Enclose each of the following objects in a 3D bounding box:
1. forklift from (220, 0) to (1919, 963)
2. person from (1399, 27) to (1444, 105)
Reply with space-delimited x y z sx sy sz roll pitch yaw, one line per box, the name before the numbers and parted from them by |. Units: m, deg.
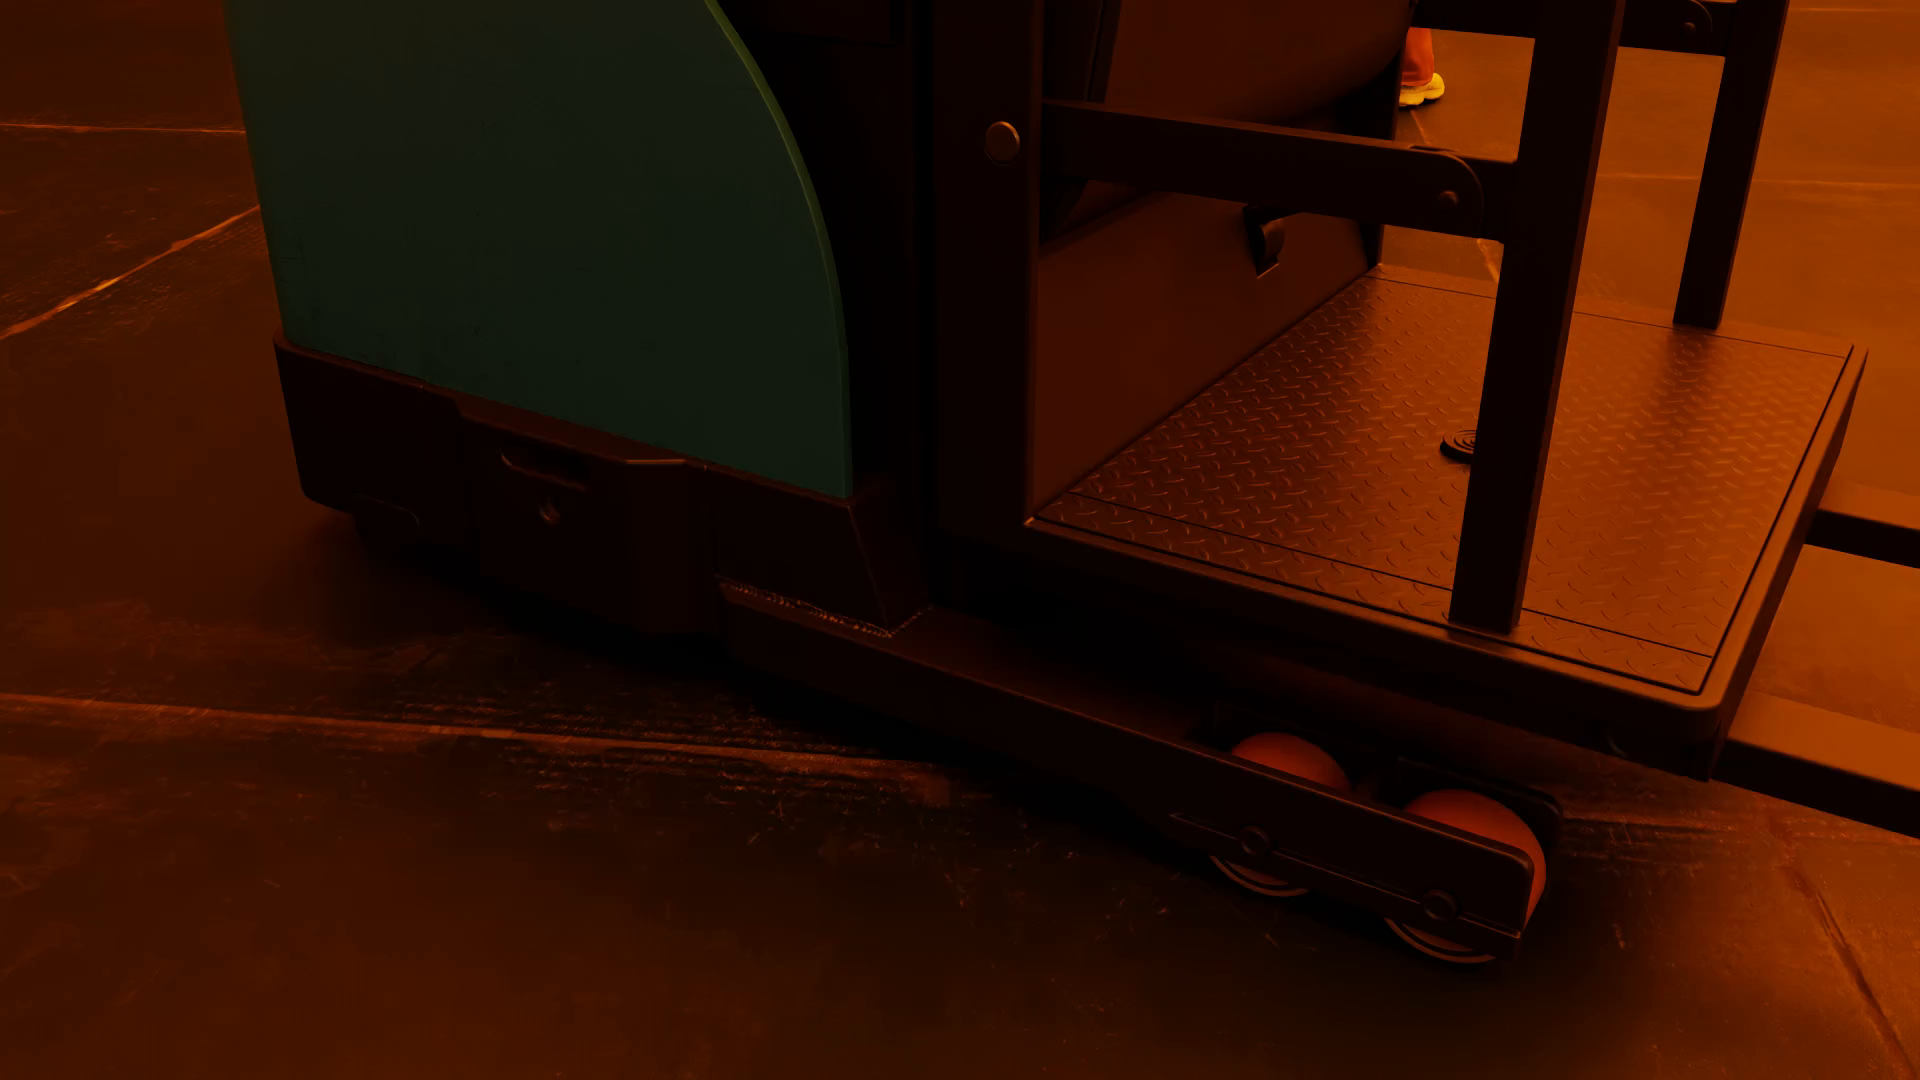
forklift | 0.525 -1.163 1.548 3.031 2.935 1.130 16 31 29
person | 1.214 -2.133 4.883 0.554 1.673 0.548 11 28 20
